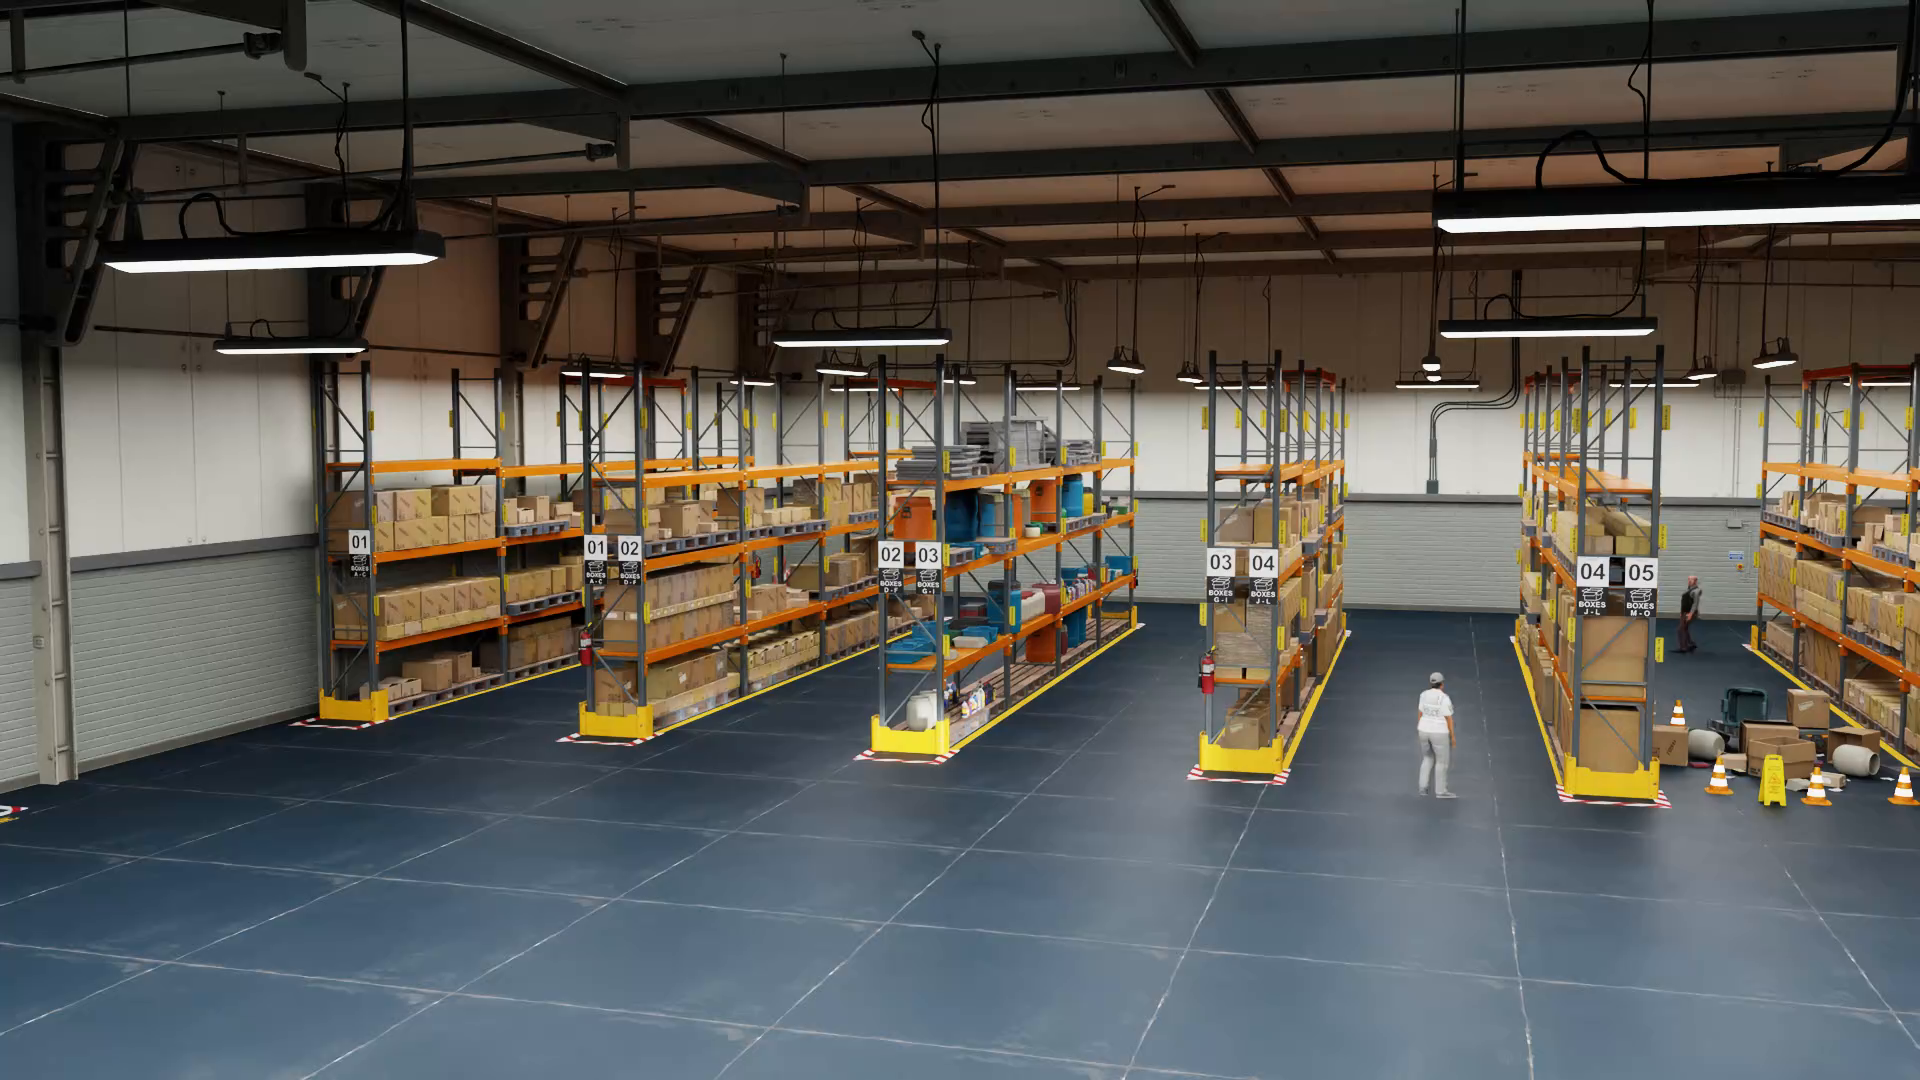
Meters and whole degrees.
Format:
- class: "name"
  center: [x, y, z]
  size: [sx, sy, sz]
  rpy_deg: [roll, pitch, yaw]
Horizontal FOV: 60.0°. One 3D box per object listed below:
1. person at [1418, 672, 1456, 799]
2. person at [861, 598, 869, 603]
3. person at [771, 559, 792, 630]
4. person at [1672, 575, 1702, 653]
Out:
- class: "person"
  center: [6.347, 2.634, 22.112]
  size: [0.412, 1.751, 0.536]
  rpy_deg: [-3, 5, -34]
- class: "person"
  center: [-2.791, 0.874, 45.805]
  size: [0.608, 1.694, 0.748]
  rpy_deg: [-3, 5, -36]
- class: "person"
  center: [-4.216, 1.305, 39.253]
  size: [0.632, 1.733, 1.055]
  rpy_deg: [1, 4, 13]
- class: "person"
  center: [15.704, 1.620, 35.937]
  size: [0.556, 1.728, 0.577]
  rpy_deg: [2, 4, 20]
